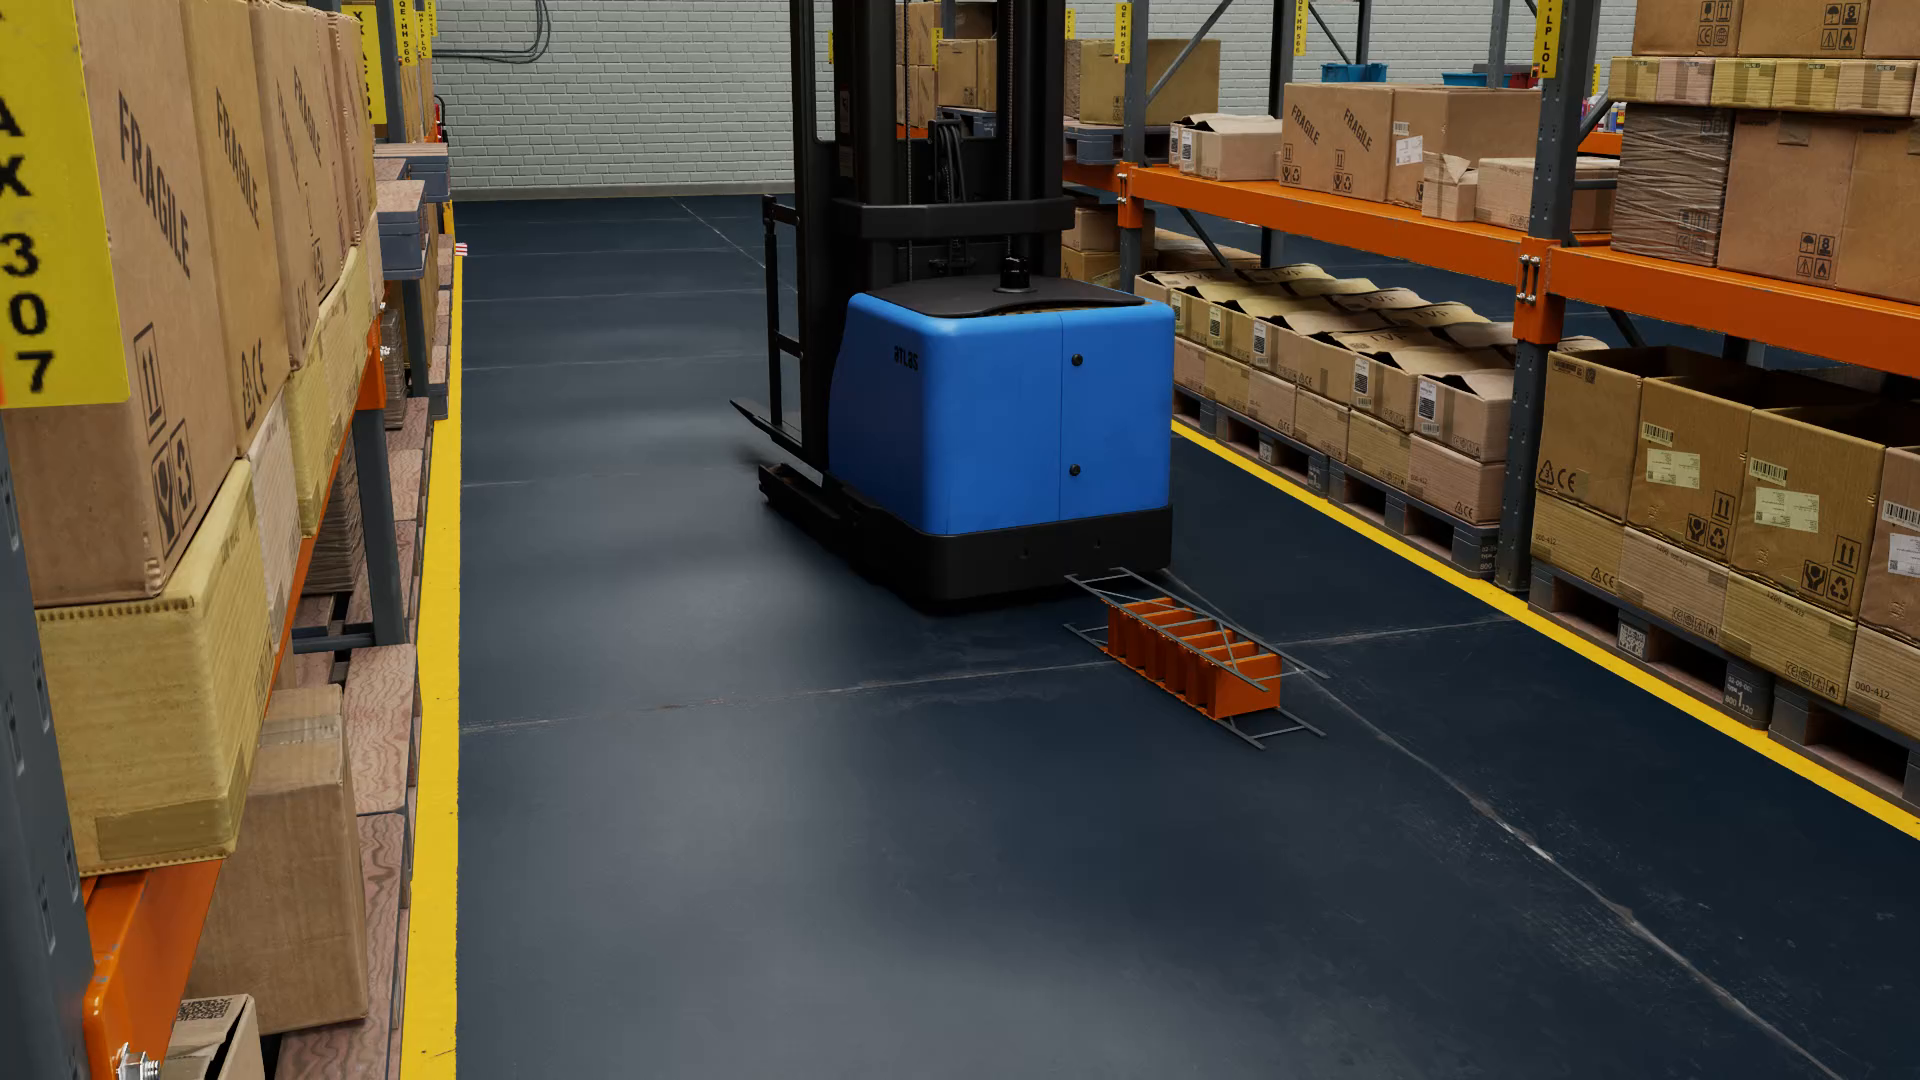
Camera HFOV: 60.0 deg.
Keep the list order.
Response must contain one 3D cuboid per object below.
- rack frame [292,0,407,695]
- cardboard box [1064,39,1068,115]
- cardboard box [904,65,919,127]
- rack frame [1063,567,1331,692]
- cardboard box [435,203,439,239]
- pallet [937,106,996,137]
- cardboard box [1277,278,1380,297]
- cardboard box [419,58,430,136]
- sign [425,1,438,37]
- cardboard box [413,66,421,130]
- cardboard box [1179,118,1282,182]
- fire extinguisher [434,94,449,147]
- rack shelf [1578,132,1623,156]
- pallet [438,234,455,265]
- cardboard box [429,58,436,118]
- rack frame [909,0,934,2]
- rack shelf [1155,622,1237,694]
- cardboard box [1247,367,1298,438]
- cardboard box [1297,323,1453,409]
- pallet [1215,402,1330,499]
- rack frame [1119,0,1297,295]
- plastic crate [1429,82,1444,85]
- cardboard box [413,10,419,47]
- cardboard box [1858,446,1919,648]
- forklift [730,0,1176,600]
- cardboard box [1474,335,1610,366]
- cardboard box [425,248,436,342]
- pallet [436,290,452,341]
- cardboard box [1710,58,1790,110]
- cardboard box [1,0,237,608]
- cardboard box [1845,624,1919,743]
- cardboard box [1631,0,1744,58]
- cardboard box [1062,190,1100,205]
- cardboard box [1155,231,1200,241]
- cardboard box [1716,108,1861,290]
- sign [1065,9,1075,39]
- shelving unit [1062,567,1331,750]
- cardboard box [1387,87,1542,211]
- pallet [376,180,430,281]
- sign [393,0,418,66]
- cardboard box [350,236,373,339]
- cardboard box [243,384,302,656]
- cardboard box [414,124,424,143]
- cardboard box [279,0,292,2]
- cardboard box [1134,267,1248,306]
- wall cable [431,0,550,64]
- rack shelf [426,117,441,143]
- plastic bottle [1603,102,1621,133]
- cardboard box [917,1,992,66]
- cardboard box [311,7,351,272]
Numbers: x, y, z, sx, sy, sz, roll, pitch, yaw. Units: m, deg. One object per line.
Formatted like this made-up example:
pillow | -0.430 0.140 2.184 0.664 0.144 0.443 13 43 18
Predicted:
rack frame | -2.221 -0.893 4.711 1.000 3.000 0.127 -5 17 -15
cardboard box | 0.888 -3.264 11.700 0.700 0.500 0.500 -10 19 -29
cardboard box | -0.184 -3.807 14.238 0.500 0.500 0.500 -4 17 -14
rack frame | 0.732 0.270 5.399 0.240 0.006 1.200 -8 18 -24
cardboard box | -5.230 -3.031 15.442 0.700 0.500 0.500 -5 17 -15
pallet | 0.457 -3.177 12.648 1.003 0.211 1.213 -5 17 -15
cardboard box | 1.972 -1.276 9.062 0.500 0.311 0.500 -5 17 -16
cardboard box | -4.553 -3.401 12.539 0.980 0.700 0.700 -4 17 -14
sign | -4.993 -4.919 15.691 0.100 0.325 0.005 -5 17 -15
cardboard box | -3.628 -2.780 10.269 0.500 0.500 0.500 -4 17 -14
cardboard box | 1.501 -2.087 8.840 0.500 0.311 0.500 -5 17 -16
fire extinguisher | -5.116 -4.075 16.087 0.296 0.674 0.183 -5 17 -15
rack shelf | 5.656 -2.992 12.947 1.077 0.370 4.000 -5 17 -15
pallet | -5.224 -2.662 15.447 1.003 0.211 1.213 -5 17 -15
cardboard box | -5.369 -4.216 15.251 0.980 0.700 0.700 -4 17 -13
rack frame | -0.757 -4.605 17.069 1.000 3.000 0.127 -5 17 -15
rack shelf | 0.765 0.377 5.360 0.258 0.180 0.103 -8 18 -24
cardboard box | 1.732 -0.684 8.066 0.500 0.250 0.500 -4 17 -14
cardboard box | 1.870 -0.810 7.508 0.500 0.311 0.500 -5 17 -15
pallet | 1.962 -0.489 8.213 1.003 0.211 1.213 -5 17 -15
rack frame | 1.442 -2.392 9.702 1.000 3.000 0.127 -5 17 -15
plastic crate | 4.864 -4.298 16.149 0.437 0.282 0.530 -5 17 -15
cardboard box | -4.045 -3.556 11.547 0.500 0.250 0.500 -4 17 -14
cardboard box | 2.782 0.039 4.356 0.500 0.500 0.500 -5 17 -15
forklift | -0.259 -1.567 7.074 1.130 2.935 3.031 -7 18 -23
cardboard box | 2.535 -0.712 7.182 0.500 0.311 0.500 -5 17 -16
cardboard box | -3.631 -1.628 10.164 0.750 0.750 0.750 -5 17 -16
pallet | -4.135 -1.563 11.789 1.003 0.211 1.213 -5 17 -15
cardboard box | 2.571 -1.414 5.144 0.380 0.149 0.250 -5 17 -17
cardboard box | -0.964 -0.239 1.457 0.500 0.500 0.500 -5 17 -15
cardboard box | 2.785 0.397 4.465 0.500 0.250 0.500 -5 17 -15
cardboard box | 2.669 -1.833 5.411 0.700 0.500 0.500 -5 17 -15
cardboard box | 0.654 -2.303 11.682 0.500 0.250 0.500 -5 17 -16
cardboard box | 1.309 -1.838 11.436 0.500 0.500 0.500 -5 17 -16
cardboard box | 2.820 -1.066 5.113 0.700 0.500 0.500 -5 17 -16
sign | 0.875 -4.098 13.368 0.100 0.325 0.005 -5 17 -15
shelving unit | 0.732 0.357 5.426 0.258 0.189 1.200 -8 18 -24
cardboard box | 2.201 -1.693 7.201 0.500 0.500 0.500 -3 17 -11
pallet | -2.291 -1.024 5.481 1.003 0.211 1.213 -5 17 -15
sign | -2.801 -2.562 8.391 0.100 0.325 0.005 -5 17 -15
cardboard box | -1.670 -0.585 3.913 0.500 0.250 0.500 -5 17 -15
cardboard box | -1.107 -0.027 2.054 0.500 0.250 0.500 -5 18 -17
cardboard box | -3.805 -2.713 11.170 0.380 0.149 0.250 -5 17 -15
cardboard box | -3.694 -2.664 8.576 0.500 0.250 0.500 -4 17 -14
cardboard box | 1.303 -1.377 9.397 0.500 0.311 0.500 -4 17 -13
wall cable | -6.729 -7.191 20.648 3.097 2.526 0.112 -5 17 -15
rack shelf | -4.969 -3.315 14.023 1.077 0.370 4.000 -5 17 -15
plastic bottle | 5.185 -3.351 13.111 0.152 0.276 0.135 -5 17 -15
cardboard box | -0.045 -4.145 13.625 0.500 0.500 0.500 -5 17 -15
cardboard box | -1.523 -0.806 3.344 0.500 0.500 0.500 -5 17 -17
